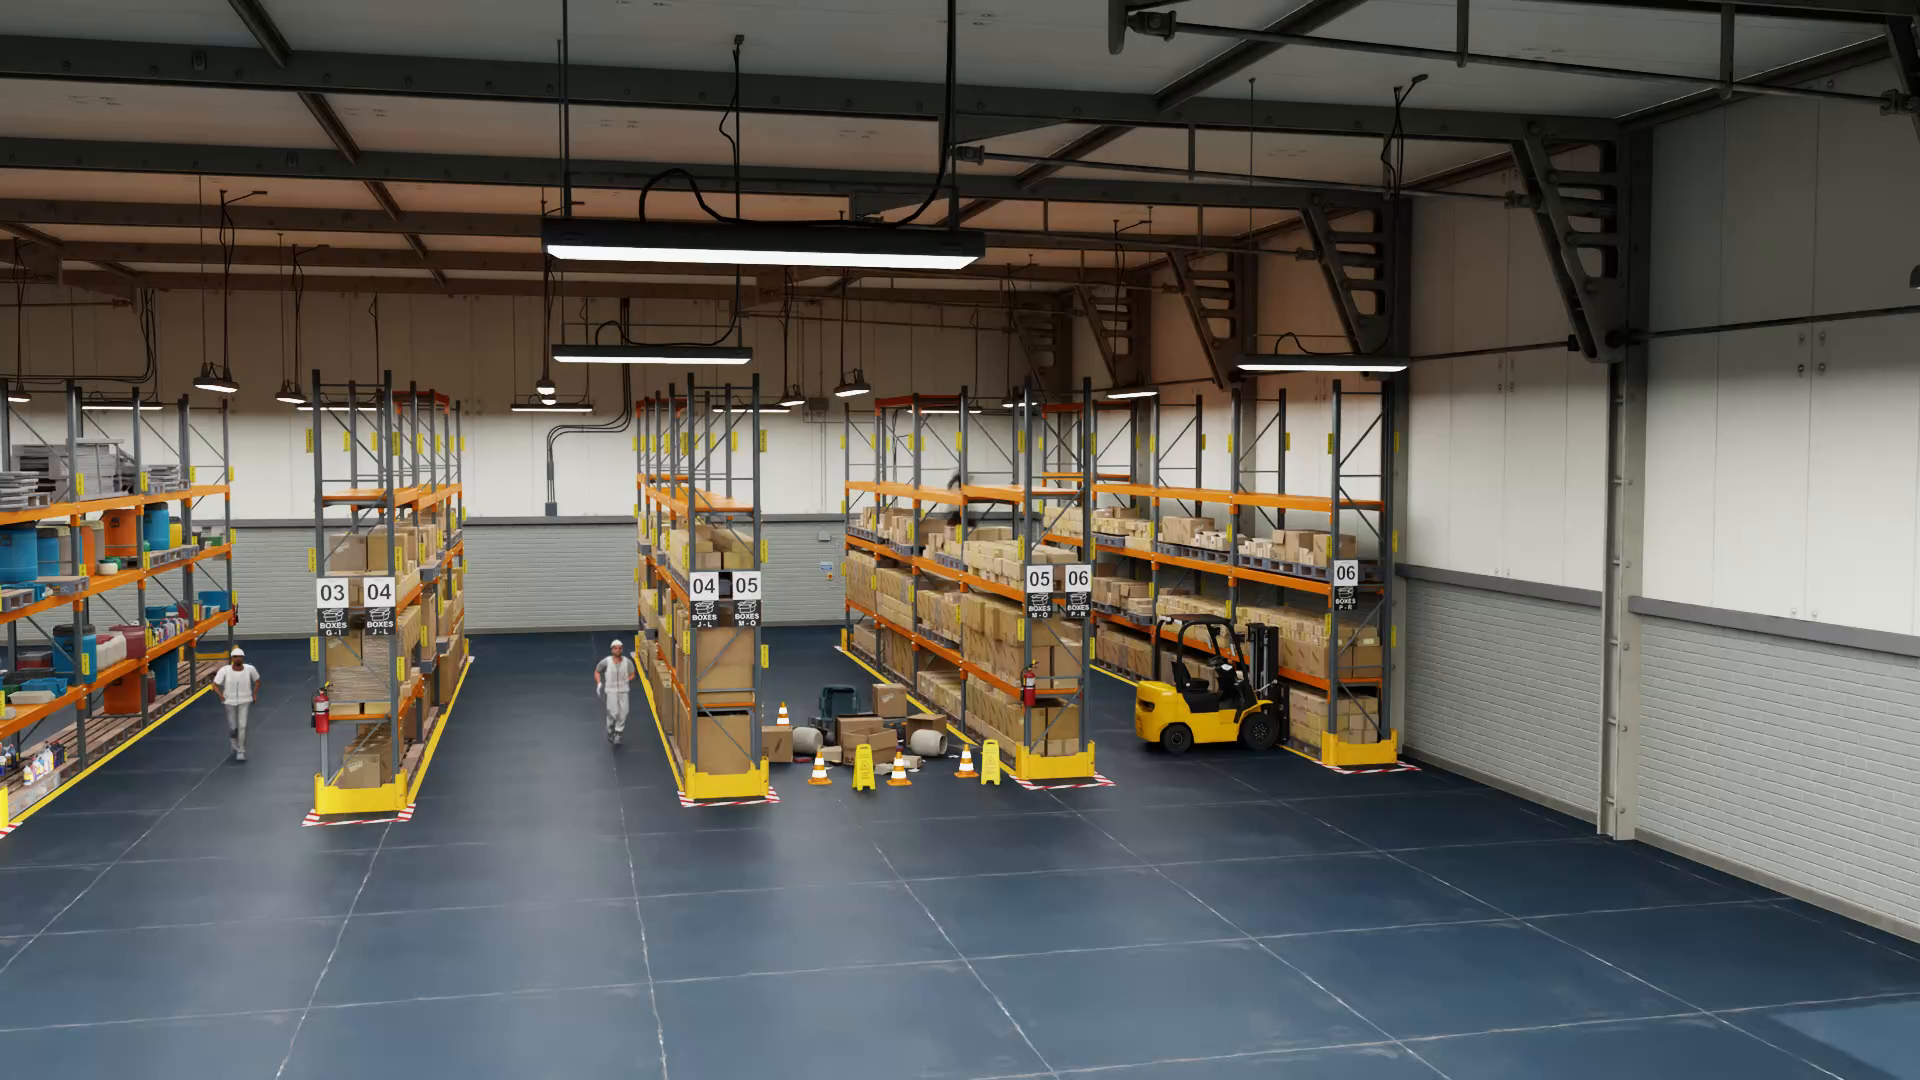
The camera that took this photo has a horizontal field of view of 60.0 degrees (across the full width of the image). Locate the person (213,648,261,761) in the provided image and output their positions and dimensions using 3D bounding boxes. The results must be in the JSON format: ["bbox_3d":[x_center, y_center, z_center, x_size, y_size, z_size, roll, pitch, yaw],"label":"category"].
[{"bbox_3d":[-11.527,2.596,26.527,0.707,1.755,0.884,-1,4,-22],"label":"person"}]

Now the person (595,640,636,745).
[{"bbox_3d":[-5.657,2.529,27.455,0.643,1.743,0.613,-1,4,-24],"label":"person"}]
